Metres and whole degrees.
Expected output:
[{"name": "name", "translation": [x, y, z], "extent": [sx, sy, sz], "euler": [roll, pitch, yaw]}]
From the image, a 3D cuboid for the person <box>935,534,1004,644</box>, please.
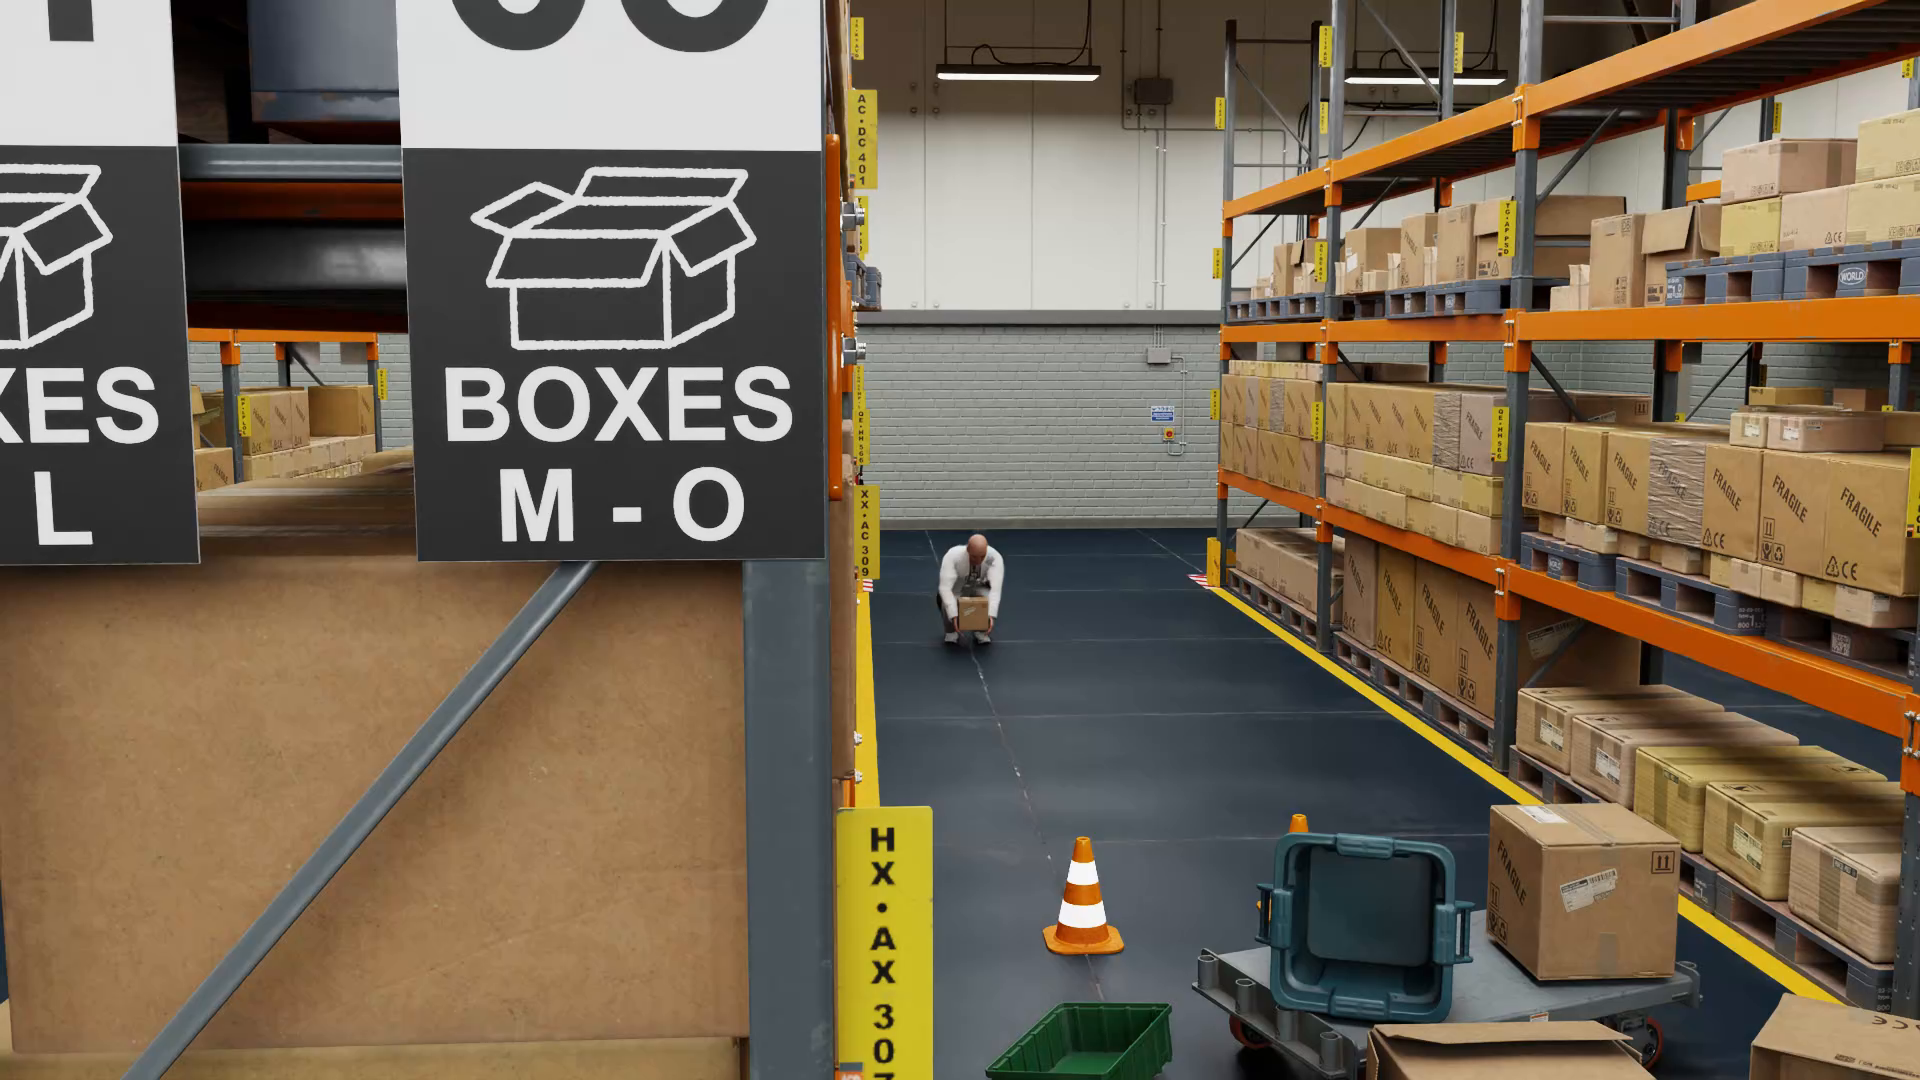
[{"name": "person", "translation": [0.084, 0.421, 14.584], "extent": [0.601, 0.998, 0.898], "euler": [0, 7, -4]}]
